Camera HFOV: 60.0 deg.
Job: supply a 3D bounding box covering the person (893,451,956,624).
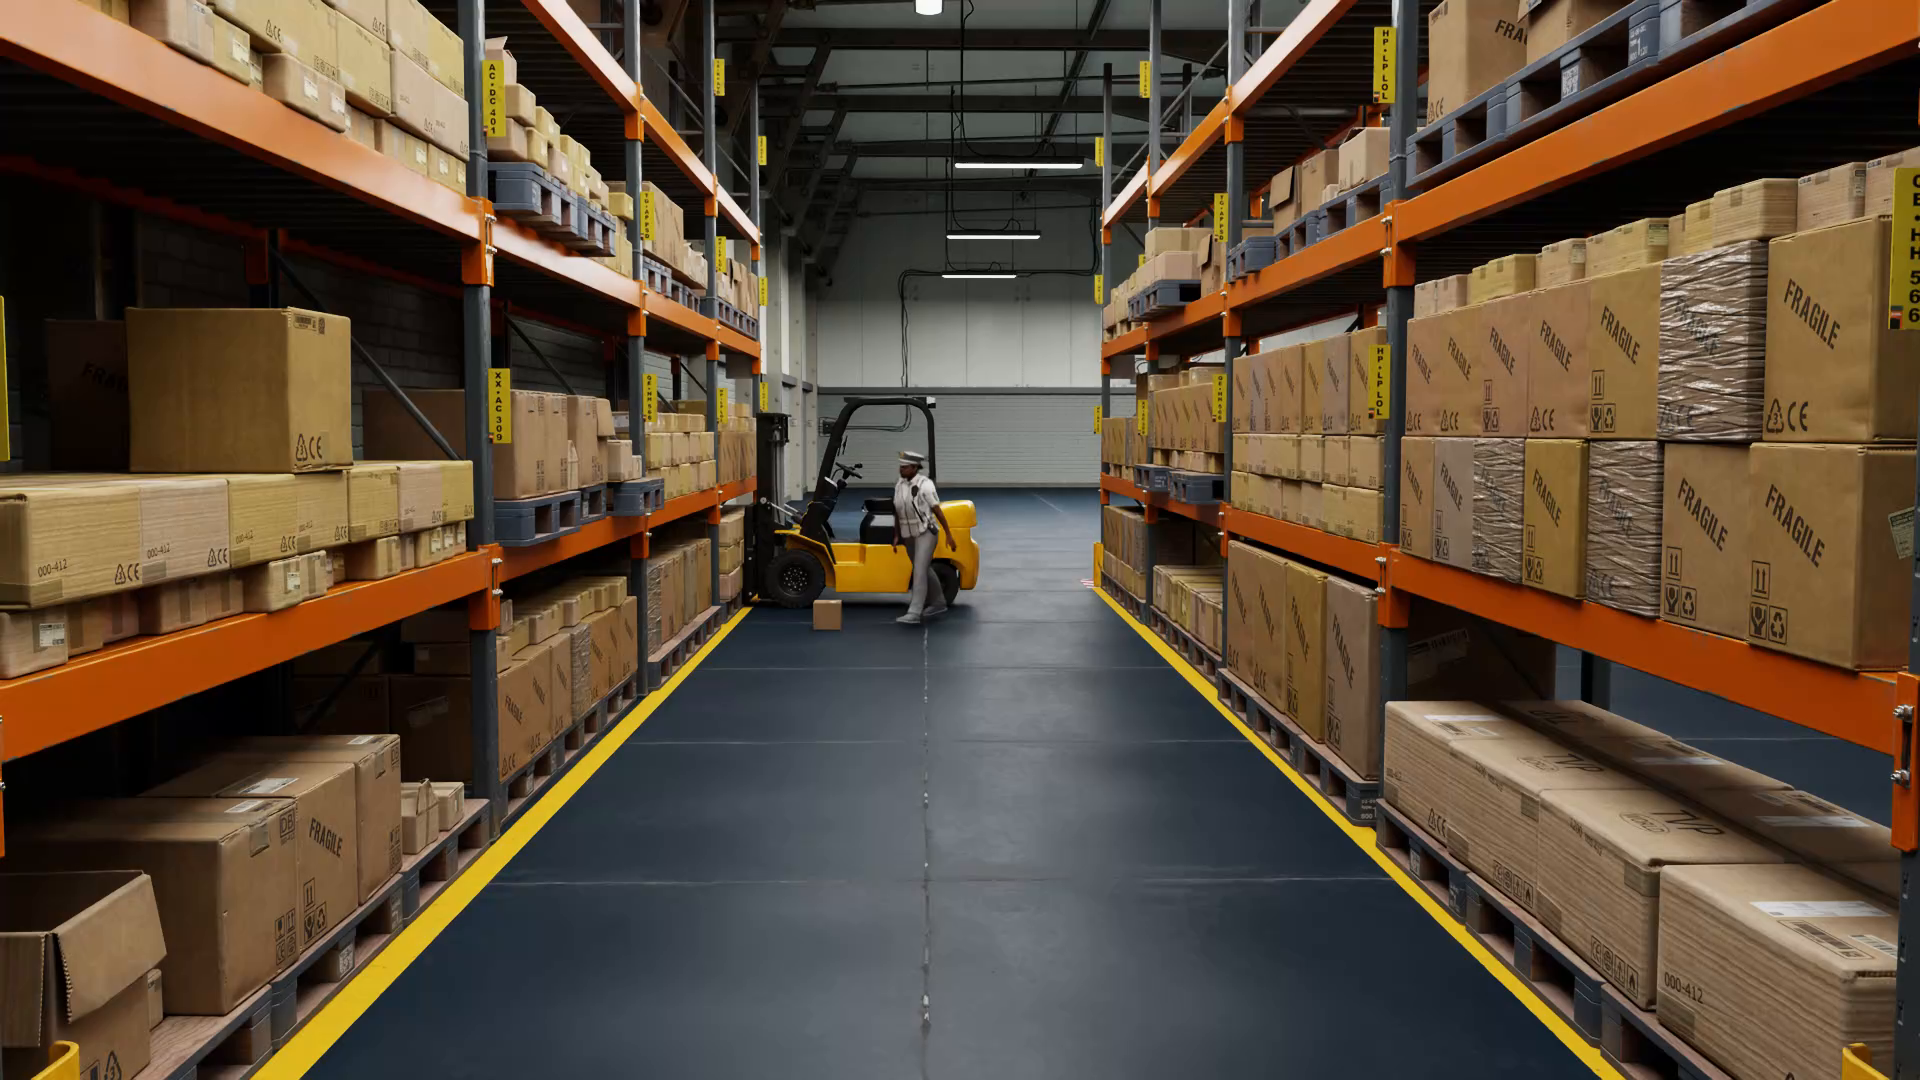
[{"bbox_3d":[-0.390,-0.039,15.592,0.605,1.593,0.982,3,5,41],"label":"person"}]
